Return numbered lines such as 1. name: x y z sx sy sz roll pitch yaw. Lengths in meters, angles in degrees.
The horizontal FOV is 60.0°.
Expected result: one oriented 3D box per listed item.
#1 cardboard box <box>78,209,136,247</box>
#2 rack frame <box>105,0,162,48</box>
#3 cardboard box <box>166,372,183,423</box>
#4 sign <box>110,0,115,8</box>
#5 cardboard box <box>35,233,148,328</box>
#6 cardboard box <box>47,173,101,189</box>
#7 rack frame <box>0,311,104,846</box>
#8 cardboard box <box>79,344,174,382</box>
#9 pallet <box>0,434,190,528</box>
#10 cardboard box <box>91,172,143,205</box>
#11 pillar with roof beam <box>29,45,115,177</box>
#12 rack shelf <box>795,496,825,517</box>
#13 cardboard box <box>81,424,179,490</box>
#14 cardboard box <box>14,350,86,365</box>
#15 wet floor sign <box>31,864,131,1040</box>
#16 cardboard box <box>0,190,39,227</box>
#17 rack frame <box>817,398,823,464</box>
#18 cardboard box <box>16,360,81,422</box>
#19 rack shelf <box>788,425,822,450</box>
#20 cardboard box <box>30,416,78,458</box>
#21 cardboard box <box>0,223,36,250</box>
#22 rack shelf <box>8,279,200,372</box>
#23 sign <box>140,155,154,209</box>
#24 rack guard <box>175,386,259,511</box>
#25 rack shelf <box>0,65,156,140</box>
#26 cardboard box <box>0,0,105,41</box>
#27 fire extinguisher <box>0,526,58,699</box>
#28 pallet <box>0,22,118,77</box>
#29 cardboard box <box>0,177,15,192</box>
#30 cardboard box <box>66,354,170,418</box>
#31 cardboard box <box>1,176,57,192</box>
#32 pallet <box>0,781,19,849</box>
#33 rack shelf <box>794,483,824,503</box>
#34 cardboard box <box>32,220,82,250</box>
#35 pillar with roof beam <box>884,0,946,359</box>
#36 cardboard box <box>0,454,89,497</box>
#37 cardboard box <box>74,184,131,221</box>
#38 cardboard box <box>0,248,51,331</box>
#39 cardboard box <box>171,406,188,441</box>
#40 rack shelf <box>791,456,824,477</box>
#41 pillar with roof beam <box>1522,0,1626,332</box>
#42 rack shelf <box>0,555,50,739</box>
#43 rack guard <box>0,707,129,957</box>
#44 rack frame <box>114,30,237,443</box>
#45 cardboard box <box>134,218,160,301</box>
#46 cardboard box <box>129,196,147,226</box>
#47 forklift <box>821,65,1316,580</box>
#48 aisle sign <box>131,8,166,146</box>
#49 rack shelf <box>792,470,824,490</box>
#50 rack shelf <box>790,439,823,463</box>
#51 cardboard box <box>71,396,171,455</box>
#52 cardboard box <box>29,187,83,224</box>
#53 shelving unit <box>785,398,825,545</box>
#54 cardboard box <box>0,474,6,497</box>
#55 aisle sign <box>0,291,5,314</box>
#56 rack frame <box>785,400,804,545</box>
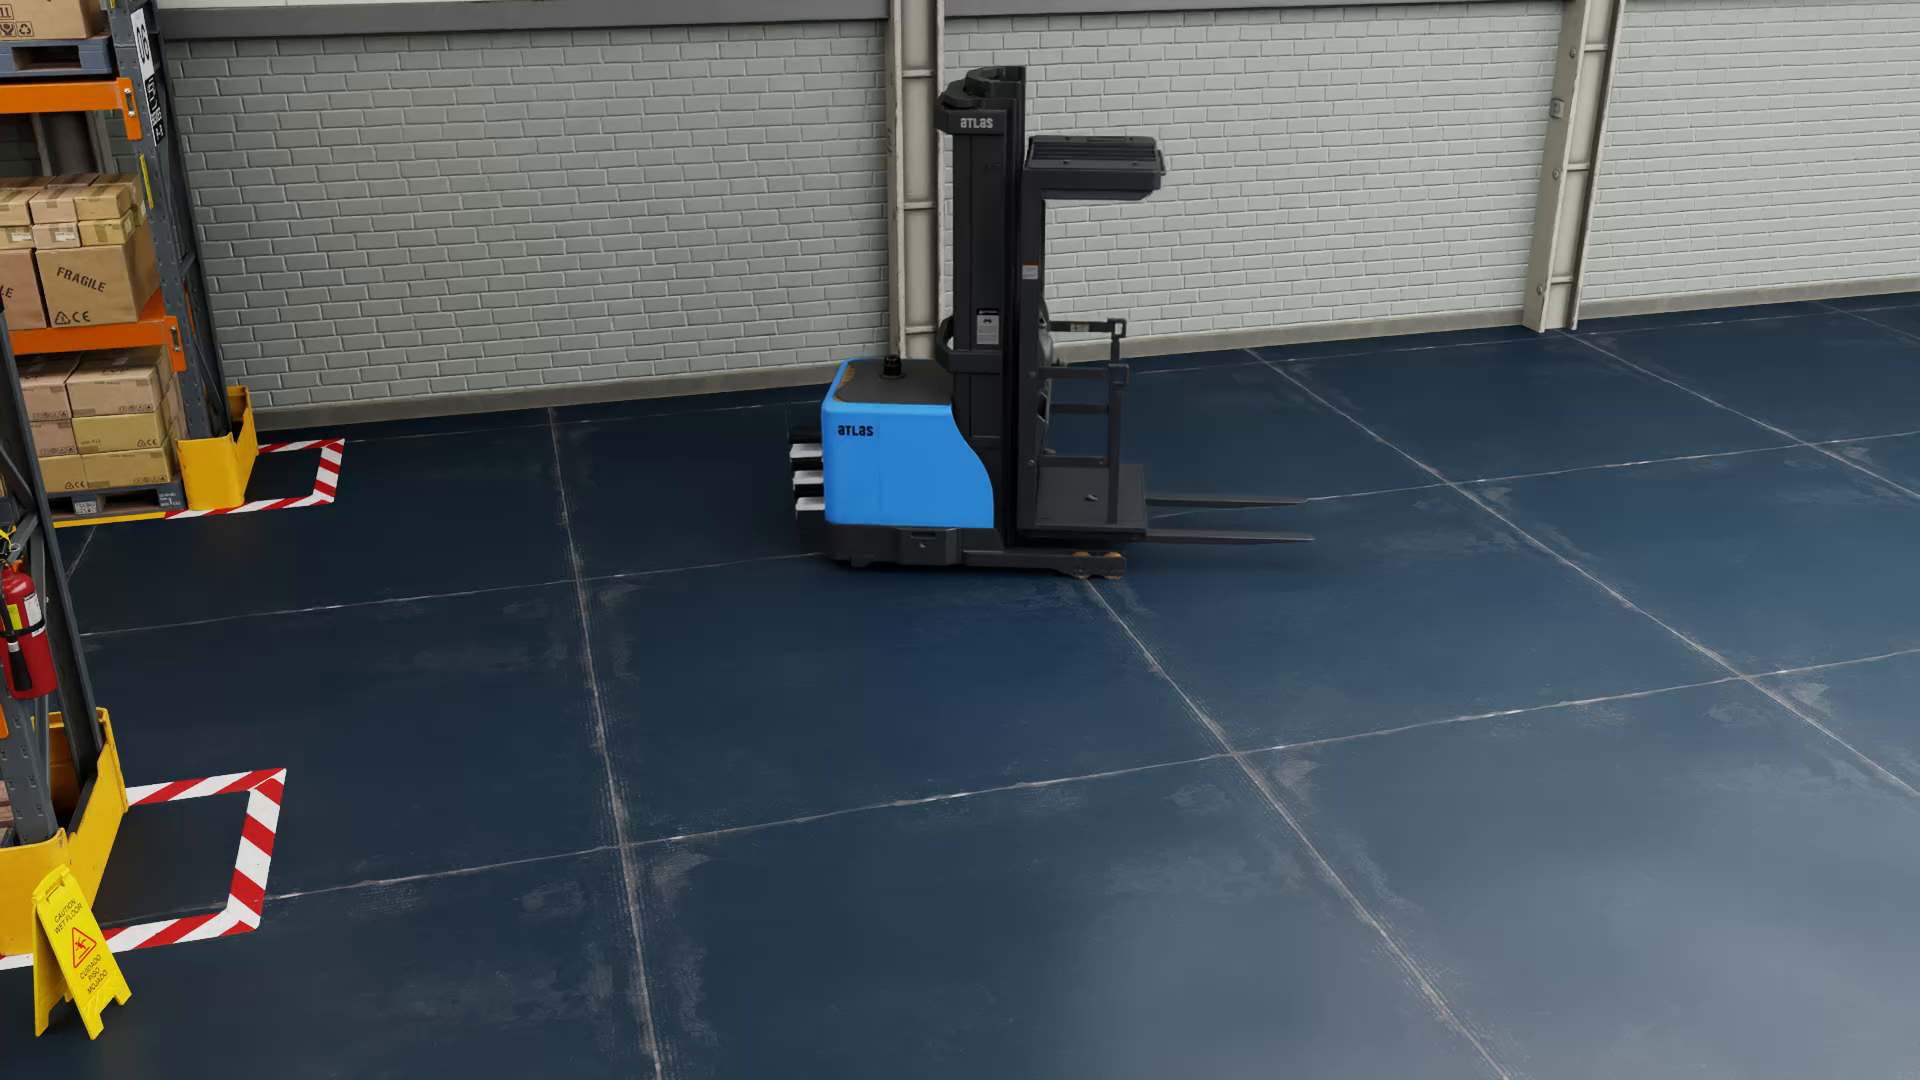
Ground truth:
1. cardboard box: -5.471 -2.004 10.668 0.250 0.149 0.380 -6 24 -14
2. rack frame: -5.213 -4.560 9.966 0.127 3.000 1.000 -6 24 -14
3. cardboard box: -5.721 -0.991 11.577 0.500 0.250 0.500 -6 24 -13
4. sign: -5.079 -3.345 9.915 0.005 0.325 0.100 -6 24 -14
5. cardboard box: -5.616 -1.697 10.775 0.500 0.500 0.500 -7 24 -16
6. cardboard box: -5.867 -2.325 11.038 0.250 0.149 0.380 -5 24 -13
7. rack frame: -3.868 0.081 6.758 0.127 3.000 1.000 -6 24 -14
8. cardboard box: -5.727 -1.213 11.460 0.500 0.250 0.500 -7 24 -15
9. pallet: -5.938 -0.425 11.472 1.213 0.211 1.003 -6 24 -14
10. cardboard box: -5.594 -2.330 11.049 0.250 0.149 0.380 -7 24 -15
11. pillar with roof beam: -4.964 -3.194 6.782 0.400 9.000 9.100 -6 24 -14
12. rack shelf: -0.940 -0.237 10.687 0.200 0.077 0.258 -2 23 3
13. cardboard box: -5.580 -0.563 11.212 0.500 0.250 0.500 -6 24 -14
14. cardboard box: -6.207 -1.158 11.332 0.500 0.250 0.500 -6 24 -14
15. wet floor sign: -3.396 1.548 6.323 0.232 0.644 0.267 2 23 4
16. cardboard box: -5.974 -2.090 10.490 0.250 0.149 0.380 -6 24 -13
17. rack frame: -0.851 -0.437 10.598 0.006 0.900 0.240 -2 23 3
18. cardboard box: -6.062 -0.968 10.889 0.500 0.250 0.500 -6 24 -13
19. rack shelf: -0.967 -0.651 10.511 0.200 0.077 0.258 -2 23 3
20. cardboard box: -6.083 -0.743 10.998 0.500 0.250 0.500 -7 24 -15
21. cardboard box: -5.975 -1.961 10.568 0.250 0.149 0.380 -6 24 -13
22. rack shelf: -7.138 -1.260 10.795 4.000 0.370 1.077 -6 24 -14
23. sign: -5.079 -2.237 10.391 0.005 0.325 0.100 -6 24 -14
24. rack guard: -5.190 -0.657 11.648 0.348 0.500 1.175 -6 24 -14
25. rack shelf: -7.138 -2.638 10.203 4.000 0.370 1.077 -6 24 -14
26. cardboard box: -5.573 -3.327 10.110 0.500 0.500 0.500 -6 24 -13
27. fire extinguisher: -3.634 0.279 6.394 0.183 0.674 0.296 -6 24 -14
28. pallet: -5.900 -3.076 10.423 1.213 0.211 1.003 -6 24 -14
29. cardboard box: -6.347 -2.260 10.887 0.250 0.149 0.380 -6 24 -14
30. cardboard box: -5.572 -1.025 11.021 0.500 0.250 0.500 -5 24 -13
31. cardboard box: -6.105 -2.281 10.935 0.250 0.149 0.380 -6 24 -13
32. pallet: -4.733 1.443 7.119 1.213 0.211 1.003 -6 24 -14
33. rack shelf: -0.946 -0.320 10.652 0.200 0.077 0.258 -2 23 3
34. cardboard box: -5.709 -1.966 10.578 0.250 0.149 0.380 -6 24 -14
35. pillar with roof beam: 0.813 -3.833 8.271 0.400 9.000 9.100 -6 24 -14
36. cardboard box: -6.061 -0.514 11.097 0.500 0.250 0.500 -6 24 -14
37. cardboard box: -5.501 -2.166 10.668 0.250 0.149 0.380 -6 24 -14
38. cardboard box: -6.118 -1.646 10.654 0.500 0.500 0.500 -6 24 -13
39. cardboard box: -5.738 -0.755 11.660 0.500 0.250 0.500 -6 24 -14
40. rack shelf: -0.956 -0.485 10.582 0.200 0.077 0.258 -2 23 3
41. pillar with roof beam: 6.590 -4.472 9.761 0.400 9.000 9.100 -6 24 -14
42. rack shelf: -5.794 0.624 6.404 4.000 0.370 1.077 -6 24 -14
43. rack guard: -3.941 1.237 7.232 0.348 0.500 1.175 -6 24 -14
44. rack frame: -5.213 -1.804 11.149 0.127 3.000 1.000 -6 24 -14
45. cardboard box: -5.765 -1.902 11.252 0.500 0.500 0.500 -6 24 -13
46. cardboard box: -5.609 -2.210 11.147 0.250 0.149 0.380 -7 24 -16
47. forklift: 0.695 -1.320 10.109 3.031 2.935 1.130 2 23 4
48. aisle sign: -5.070 -2.894 10.393 0.004 0.787 0.394 -6 24 -14
49. rack shelf: -0.951 -0.403 10.617 0.200 0.077 0.258 -2 23 3
50. rack shelf: -0.962 -0.568 10.546 0.200 0.077 0.258 -2 23 3
51. cardboard box: -5.597 -0.792 11.113 0.500 0.250 0.500 -7 24 -15
52. cardboard box: -5.730 -2.128 10.579 0.250 0.149 0.380 -6 24 -14
53. shelving unit: -0.953 -0.433 10.604 0.210 0.900 0.258 -2 23 3
54. cardboard box: -6.545 -0.464 10.981 0.500 0.250 0.500 -6 24 -14
55. aisle sign: -3.892 -1.238 6.535 0.004 0.787 0.394 -6 24 -14
56. rack frame: -1.054 -0.429 10.610 0.006 0.900 0.240 -2 23 3
